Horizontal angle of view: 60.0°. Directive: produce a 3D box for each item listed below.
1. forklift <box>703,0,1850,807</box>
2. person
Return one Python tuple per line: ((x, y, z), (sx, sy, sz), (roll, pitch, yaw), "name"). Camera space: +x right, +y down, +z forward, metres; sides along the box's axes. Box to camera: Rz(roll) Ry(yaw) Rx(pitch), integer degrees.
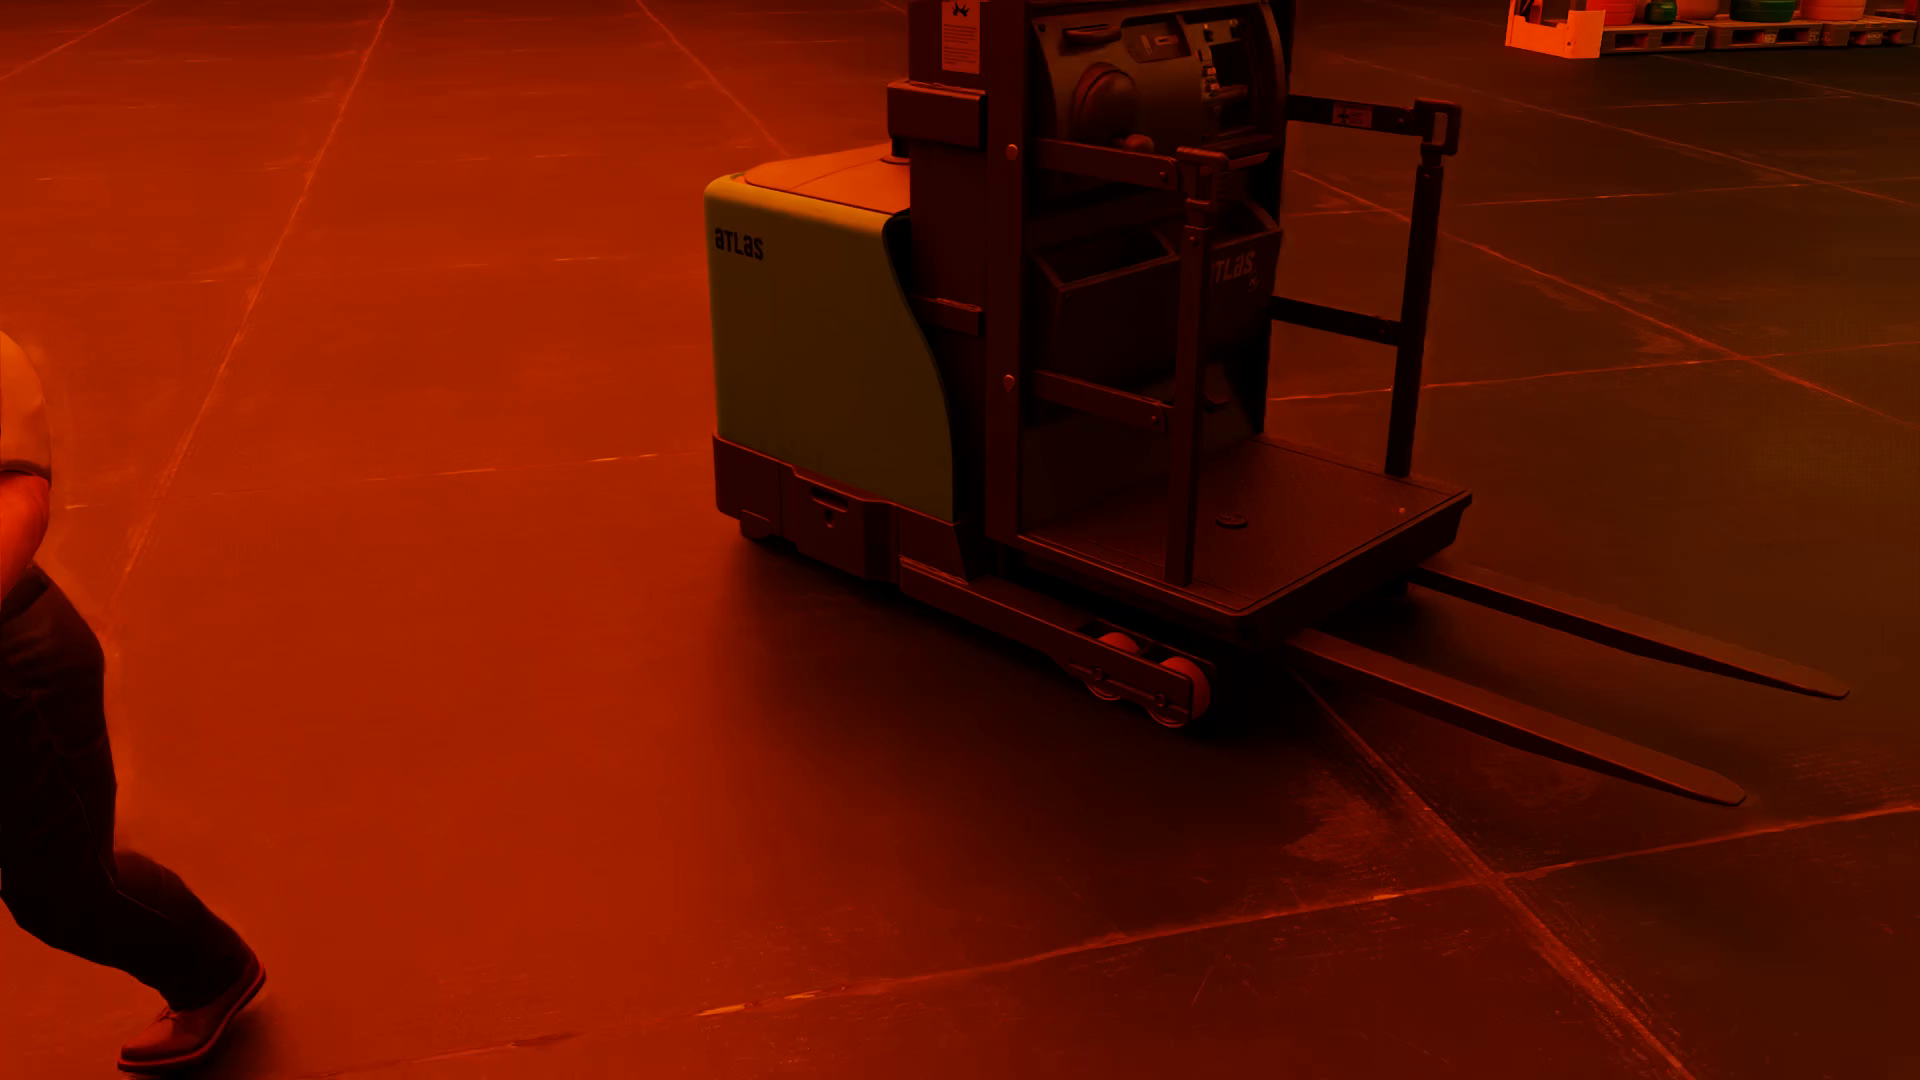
((0.662, -1.128, 3.960), (3.031, 2.935, 1.130), (21, 31, 40), "forklift")
((-1.568, 0.208, 2.514), (0.884, 1.631, 0.718), (12, 26, 25), "person")
